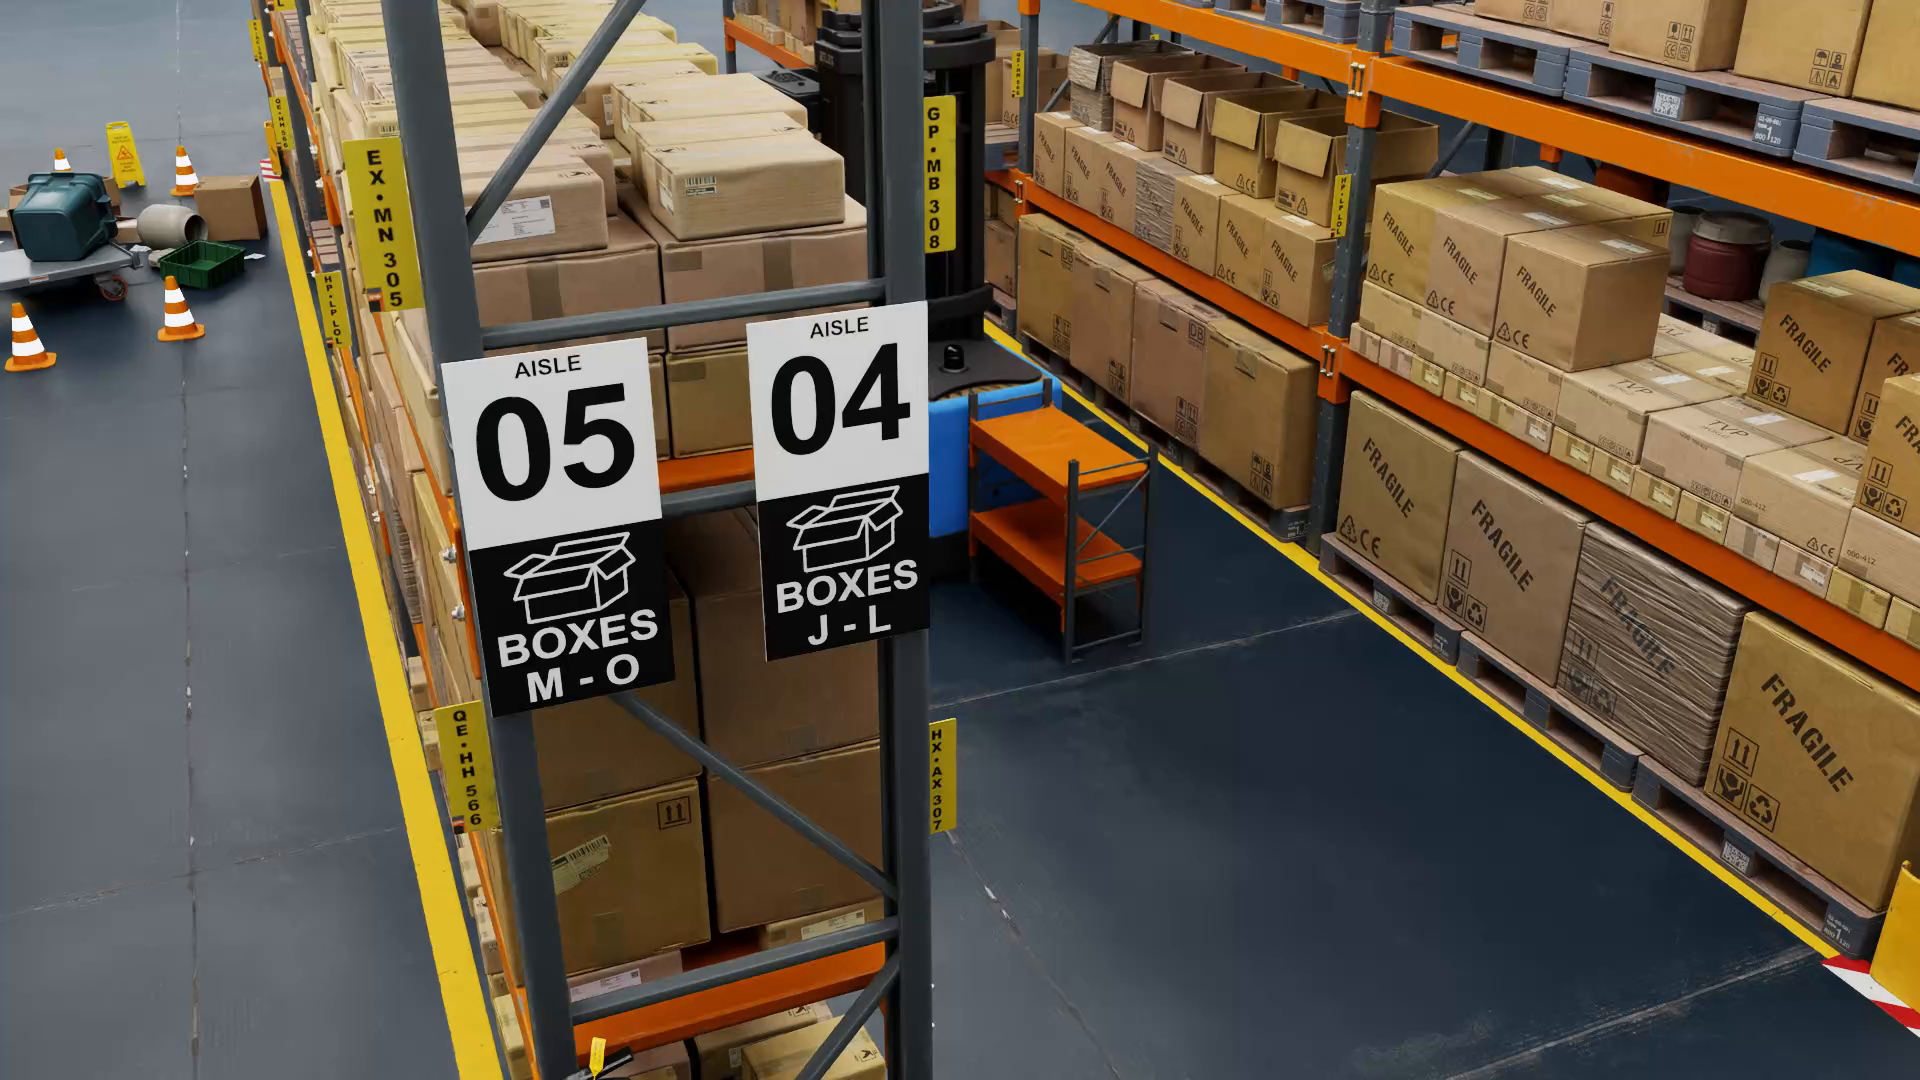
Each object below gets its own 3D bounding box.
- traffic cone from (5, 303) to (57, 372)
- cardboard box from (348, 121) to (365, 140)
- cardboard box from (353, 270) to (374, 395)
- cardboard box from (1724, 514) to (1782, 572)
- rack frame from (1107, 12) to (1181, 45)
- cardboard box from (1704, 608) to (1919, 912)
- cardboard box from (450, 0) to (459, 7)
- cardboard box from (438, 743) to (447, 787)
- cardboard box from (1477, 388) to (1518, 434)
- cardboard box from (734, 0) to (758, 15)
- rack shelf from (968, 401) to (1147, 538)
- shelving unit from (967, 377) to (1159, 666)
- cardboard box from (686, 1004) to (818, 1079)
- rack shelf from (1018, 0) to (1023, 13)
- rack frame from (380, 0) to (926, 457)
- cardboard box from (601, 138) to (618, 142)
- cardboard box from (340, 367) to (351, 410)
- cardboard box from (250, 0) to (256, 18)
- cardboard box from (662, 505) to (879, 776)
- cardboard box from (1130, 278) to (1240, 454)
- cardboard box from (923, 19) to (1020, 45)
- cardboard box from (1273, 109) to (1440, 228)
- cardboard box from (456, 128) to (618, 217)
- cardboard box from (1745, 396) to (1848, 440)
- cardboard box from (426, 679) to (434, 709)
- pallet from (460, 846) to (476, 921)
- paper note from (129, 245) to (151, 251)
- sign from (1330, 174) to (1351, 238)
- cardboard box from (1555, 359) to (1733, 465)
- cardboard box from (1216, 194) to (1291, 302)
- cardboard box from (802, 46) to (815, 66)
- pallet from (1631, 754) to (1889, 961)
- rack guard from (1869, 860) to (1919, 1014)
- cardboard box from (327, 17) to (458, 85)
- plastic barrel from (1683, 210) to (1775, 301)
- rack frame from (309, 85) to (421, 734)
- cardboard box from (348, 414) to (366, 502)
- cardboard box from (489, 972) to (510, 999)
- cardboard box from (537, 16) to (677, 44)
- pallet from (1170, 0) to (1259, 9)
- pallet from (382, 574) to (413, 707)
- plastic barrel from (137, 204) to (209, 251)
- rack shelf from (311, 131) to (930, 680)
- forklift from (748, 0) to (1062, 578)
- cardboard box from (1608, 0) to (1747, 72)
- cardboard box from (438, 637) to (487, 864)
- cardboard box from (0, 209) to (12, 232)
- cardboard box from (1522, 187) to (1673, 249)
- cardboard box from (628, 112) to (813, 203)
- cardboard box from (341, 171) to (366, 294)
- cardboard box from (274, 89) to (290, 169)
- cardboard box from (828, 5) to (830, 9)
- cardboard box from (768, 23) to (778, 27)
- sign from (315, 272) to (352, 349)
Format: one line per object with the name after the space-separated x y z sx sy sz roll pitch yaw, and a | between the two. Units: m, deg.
-6.962 -1.534 12.364 0.336 0.463 0.334 -11 28 -21 | traffic cone
-1.369 -0.987 4.535 0.500 0.250 0.500 -10 28 -20 | cardboard box
-1.952 -0.738 6.250 0.500 0.500 0.500 -11 28 -22 | cardboard box
3.308 -0.019 6.657 0.380 0.149 0.250 -10 28 -20 | cardboard box
2.340 -7.048 20.766 1.000 3.000 0.127 -11 28 -21 | rack frame
3.724 0.784 6.668 0.875 0.875 0.875 -11 28 -21 | cardboard box
-2.169 -2.294 7.019 0.700 0.500 0.500 -11 28 -21 | cardboard box
-2.025 0.953 7.151 0.380 0.149 0.250 -11 28 -21 | cardboard box
2.703 -0.641 7.931 0.380 0.149 0.250 -11 28 -21 | cardboard box
-2.028 -6.149 18.471 0.875 0.500 0.500 -11 28 -21 | cardboard box
0.509 -0.382 8.583 0.538 0.278 1.000 -13 29 -25 | rack shelf
0.509 -0.119 8.711 0.538 1.125 1.048 -13 29 -25 | shelving unit
-0.667 1.538 5.273 0.380 0.149 0.250 -10 28 -20 | cardboard box
0.132 -4.799 13.562 1.077 0.370 4.000 -11 28 -21 | rack shelf
-0.555 -1.622 2.815 1.000 3.000 0.127 -11 28 -21 | rack frame
-0.880 -1.070 4.704 0.500 0.250 0.500 -10 28 -20 | cardboard box
-3.260 -0.831 9.550 0.500 0.250 0.500 -10 28 -20 | cardboard box
-6.317 -5.326 15.837 0.875 0.550 0.550 -11 28 -21 | cardboard box
-0.487 0.219 4.290 0.500 0.500 0.500 -11 28 -21 | cardboard box
1.862 -1.202 10.735 1.225 0.875 0.875 -12 28 -22 | cardboard box
0.113 -4.133 14.200 0.797 0.503 0.637 -8 27 -15 | cardboard box
2.224 -2.104 9.384 0.797 0.503 0.637 -11 28 -22 | cardboard box
-0.982 -0.807 3.711 0.380 0.149 0.250 -10 28 -20 | cardboard box
3.705 -0.456 7.097 0.500 0.250 0.500 -12 28 -22 | cardboard box
-2.124 0.580 7.235 0.380 0.149 0.250 -9 27 -18 | cardboard box
-1.345 1.471 6.498 1.003 0.211 1.213 -11 28 -21 | pallet
-7.470 -2.667 15.186 0.172 0.023 0.155 -1 26 -3 | paper note
1.986 -1.740 8.665 0.100 0.325 0.005 -11 28 -21 | sign
3.009 -0.574 7.338 0.500 0.250 0.500 -11 28 -21 | cardboard box
1.860 -1.740 9.781 0.500 0.500 0.500 -10 28 -19 | cardboard box
-1.338 -4.801 16.450 0.380 0.149 0.250 -11 28 -21 | cardboard box
3.663 1.206 7.039 1.003 0.211 1.213 -11 28 -21 | pallet
4.057 1.396 6.322 1.175 0.500 0.348 -11 28 -21 | rack guard
-1.760 -1.527 5.187 0.380 0.149 0.250 -9 27 -18 | cardboard box
6.122 -2.273 13.256 0.600 0.588 0.708 -11 28 -21 | plastic barrel
-2.122 -0.541 7.439 1.000 3.000 0.127 -11 28 -21 | rack frame
-3.241 -0.483 9.691 0.500 0.500 0.500 -11 28 -22 | cardboard box
-1.444 1.452 5.788 0.380 0.149 0.250 -10 28 -20 | cardboard box
-1.099 -1.529 5.191 0.380 0.149 0.250 -11 28 -21 | cardboard box
1.657 -3.528 10.354 1.003 0.211 1.213 -9 28 -18 | pallet
-2.428 0.398 8.694 1.003 0.211 1.213 -11 28 -21 | pallet
-7.110 -2.807 15.017 0.512 0.421 0.421 8 27 15 | plastic barrel
-1.339 -0.758 5.285 1.077 0.370 4.000 -11 28 -21 | rack shelf
-0.556 -1.702 9.896 1.130 2.935 3.031 -13 29 -25 | forklift
3.124 -2.220 6.752 0.700 0.500 0.500 -9 28 -18 | cardboard box
-1.165 0.549 4.753 0.500 0.500 0.500 -11 28 -21 | cardboard box
-8.965 -3.031 15.789 0.380 0.149 0.250 3 26 6 | cardboard box
3.100 -1.413 8.202 0.500 0.500 0.500 -10 28 -20 | cardboard box
-0.556 -0.886 3.874 0.380 0.149 0.250 -9 28 -19 | cardboard box
-1.592 -0.963 5.056 0.500 0.250 0.500 -9 28 -18 | cardboard box
-4.905 -3.151 12.671 0.500 0.500 0.500 -11 28 -21 | cardboard box
-0.771 -4.953 16.022 0.875 0.500 0.500 -11 28 -21 | cardboard box
-1.830 -5.424 17.727 0.380 0.149 0.250 -11 28 -21 | cardboard box
-2.631 -0.964 6.987 0.100 0.325 0.005 -11 28 -21 | sign
